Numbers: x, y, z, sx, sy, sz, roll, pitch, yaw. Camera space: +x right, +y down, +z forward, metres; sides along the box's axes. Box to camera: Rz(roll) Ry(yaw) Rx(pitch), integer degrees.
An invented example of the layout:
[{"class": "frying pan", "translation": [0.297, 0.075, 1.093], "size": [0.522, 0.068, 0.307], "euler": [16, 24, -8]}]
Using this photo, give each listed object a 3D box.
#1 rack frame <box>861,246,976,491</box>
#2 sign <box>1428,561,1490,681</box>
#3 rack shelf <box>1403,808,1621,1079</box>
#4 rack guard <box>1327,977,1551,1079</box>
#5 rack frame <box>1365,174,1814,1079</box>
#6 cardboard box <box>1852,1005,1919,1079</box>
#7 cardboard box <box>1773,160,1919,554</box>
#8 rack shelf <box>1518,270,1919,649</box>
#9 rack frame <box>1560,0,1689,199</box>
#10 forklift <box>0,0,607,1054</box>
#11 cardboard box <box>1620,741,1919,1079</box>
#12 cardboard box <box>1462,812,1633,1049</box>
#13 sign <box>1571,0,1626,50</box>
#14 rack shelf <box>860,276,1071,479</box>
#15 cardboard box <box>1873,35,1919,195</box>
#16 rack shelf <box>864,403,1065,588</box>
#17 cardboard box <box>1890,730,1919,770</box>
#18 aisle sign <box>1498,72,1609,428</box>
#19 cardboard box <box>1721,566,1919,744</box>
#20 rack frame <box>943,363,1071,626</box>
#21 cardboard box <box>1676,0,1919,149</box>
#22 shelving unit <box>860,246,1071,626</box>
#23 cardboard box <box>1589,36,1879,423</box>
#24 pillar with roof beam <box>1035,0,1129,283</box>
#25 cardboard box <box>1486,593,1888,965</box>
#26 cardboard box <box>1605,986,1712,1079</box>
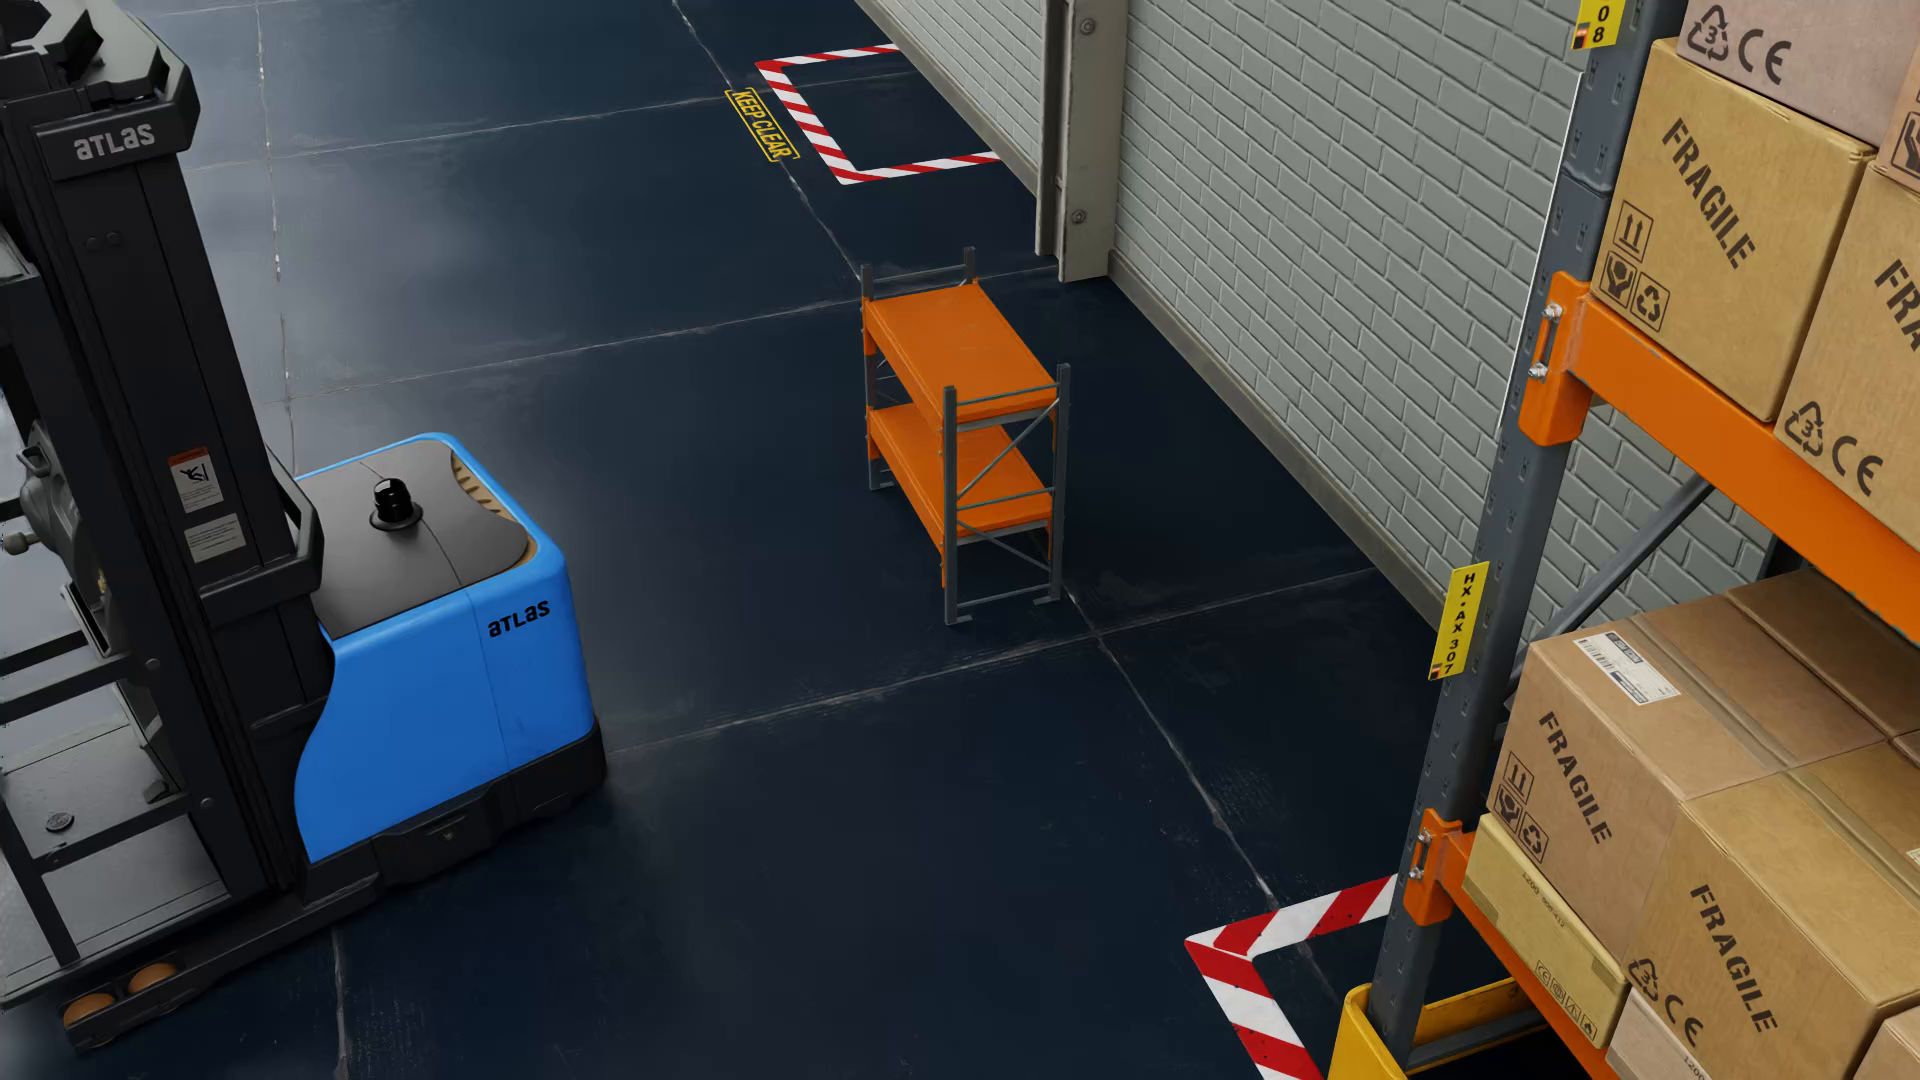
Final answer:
[{"class": "rack frame", "translation": [-0.173, -0.733, 7.288], "size": [0.500, 1.125, 0.032], "euler": [-12, 39, -16]}, {"class": "sign", "translation": [1.138, 0.187, 3.789], "size": [0.100, 0.325, 0.005], "euler": [-12, 39, -16]}, {"class": "rack shelf", "translation": [2.336, 1.837, 2.915], "size": [1.077, 0.370, 4.000], "euler": [-12, 39, -16]}, {"class": "rack guard", "translation": [1.674, 1.462, 4.894], "size": [1.175, 0.500, 0.348], "euler": [-12, 39, -16]}, {"class": "rack frame", "translation": [1.647, 0.420, 4.199], "size": [1.000, 3.000, 0.127], "euler": [-12, 39, -16]}, {"class": "cardboard box", "translation": [1.862, 1.079, 2.809], "size": [0.500, 0.500, 0.500], "euler": [-14, 39, -17]}, {"class": "cardboard box", "translation": [1.679, -0.274, 2.528], "size": [0.500, 0.500, 0.500], "euler": [-10, 38, -13]}, {"class": "rack shelf", "translation": [2.336, 0.639, 2.013], "size": [1.077, 0.370, 4.000], "euler": [-12, 39, -16]}, {"class": "rack frame", "translation": [1.647, -1.976, 2.394], "size": [1.000, 3.000, 0.127], "euler": [-12, 39, -16]}, {"class": "forklift", "translation": [-2.758, 0.040, 4.761], "size": [3.031, 2.935, 1.130], "euler": [-25, 43, -29]}, {"class": "cardboard box", "translation": [1.690, 0.786, 3.198], "size": [0.500, 0.500, 0.500], "euler": [-12, 39, -16]}, {"class": "cardboard box", "translation": [1.517, 0.814, 3.785], "size": [0.500, 0.250, 0.500], "euler": [-14, 39, -17]}, {"class": "sign", "translation": [1.138, -1.015, 2.884], "size": [0.100, 0.325, 0.005], "euler": [-12, 39, -16]}, {"class": "rack shelf", "translation": [0.002, -0.679, 6.730], "size": [0.538, 0.278, 1.000], "euler": [-12, 39, -16]}, {"class": "cardboard box", "translation": [1.677, -0.663, 2.214], "size": [0.500, 0.500, 0.500], "euler": [-13, 39, -16]}, {"class": "rack shelf", "translation": [0.002, -0.250, 7.054], "size": [0.538, 0.278, 1.000], "euler": [-12, 39, -16]}, {"class": "cardboard box", "translation": [2.173, 0.681, 3.337], "size": [0.500, 0.500, 0.500], "euler": [-12, 39, -15]}, {"class": "aisle sign", "translation": [1.341, -0.597, 3.388], "size": [0.394, 0.787, 0.004], "euler": [-12, 39, -16]}, {"class": "cardboard box", "translation": [2.009, 0.395, 3.717], "size": [0.500, 0.500, 0.500], "euler": [-13, 39, -16]}, {"class": "rack frame", "translation": [0.177, -0.158, 6.525], "size": [0.500, 1.125, 0.032], "euler": [-12, 39, -16]}, {"class": "cardboard box", "translation": [1.552, -0.957, 2.604], "size": [0.500, 0.500, 0.500], "euler": [-15, 40, -19]}, {"class": "shelving unit", "translation": [0.002, -0.445, 6.906], "size": [0.538, 1.125, 1.048], "euler": [-12, 39, -16]}, {"class": "cardboard box", "translation": [1.528, -0.585, 2.941], "size": [0.500, 0.500, 0.500], "euler": [-11, 38, -15]}, {"class": "pillar with roof beam", "translation": [-3.406, -4.258, 5.423], "size": [9.100, 9.000, 0.400], "euler": [-12, 39, -16]}, {"class": "cardboard box", "translation": [1.530, 0.505, 3.572], "size": [0.500, 0.500, 0.500], "euler": [-12, 39, -16]}, {"class": "cardboard box", "translation": [1.709, 1.104, 3.399], "size": [0.500, 0.250, 0.500], "euler": [-14, 39, -17]}]
